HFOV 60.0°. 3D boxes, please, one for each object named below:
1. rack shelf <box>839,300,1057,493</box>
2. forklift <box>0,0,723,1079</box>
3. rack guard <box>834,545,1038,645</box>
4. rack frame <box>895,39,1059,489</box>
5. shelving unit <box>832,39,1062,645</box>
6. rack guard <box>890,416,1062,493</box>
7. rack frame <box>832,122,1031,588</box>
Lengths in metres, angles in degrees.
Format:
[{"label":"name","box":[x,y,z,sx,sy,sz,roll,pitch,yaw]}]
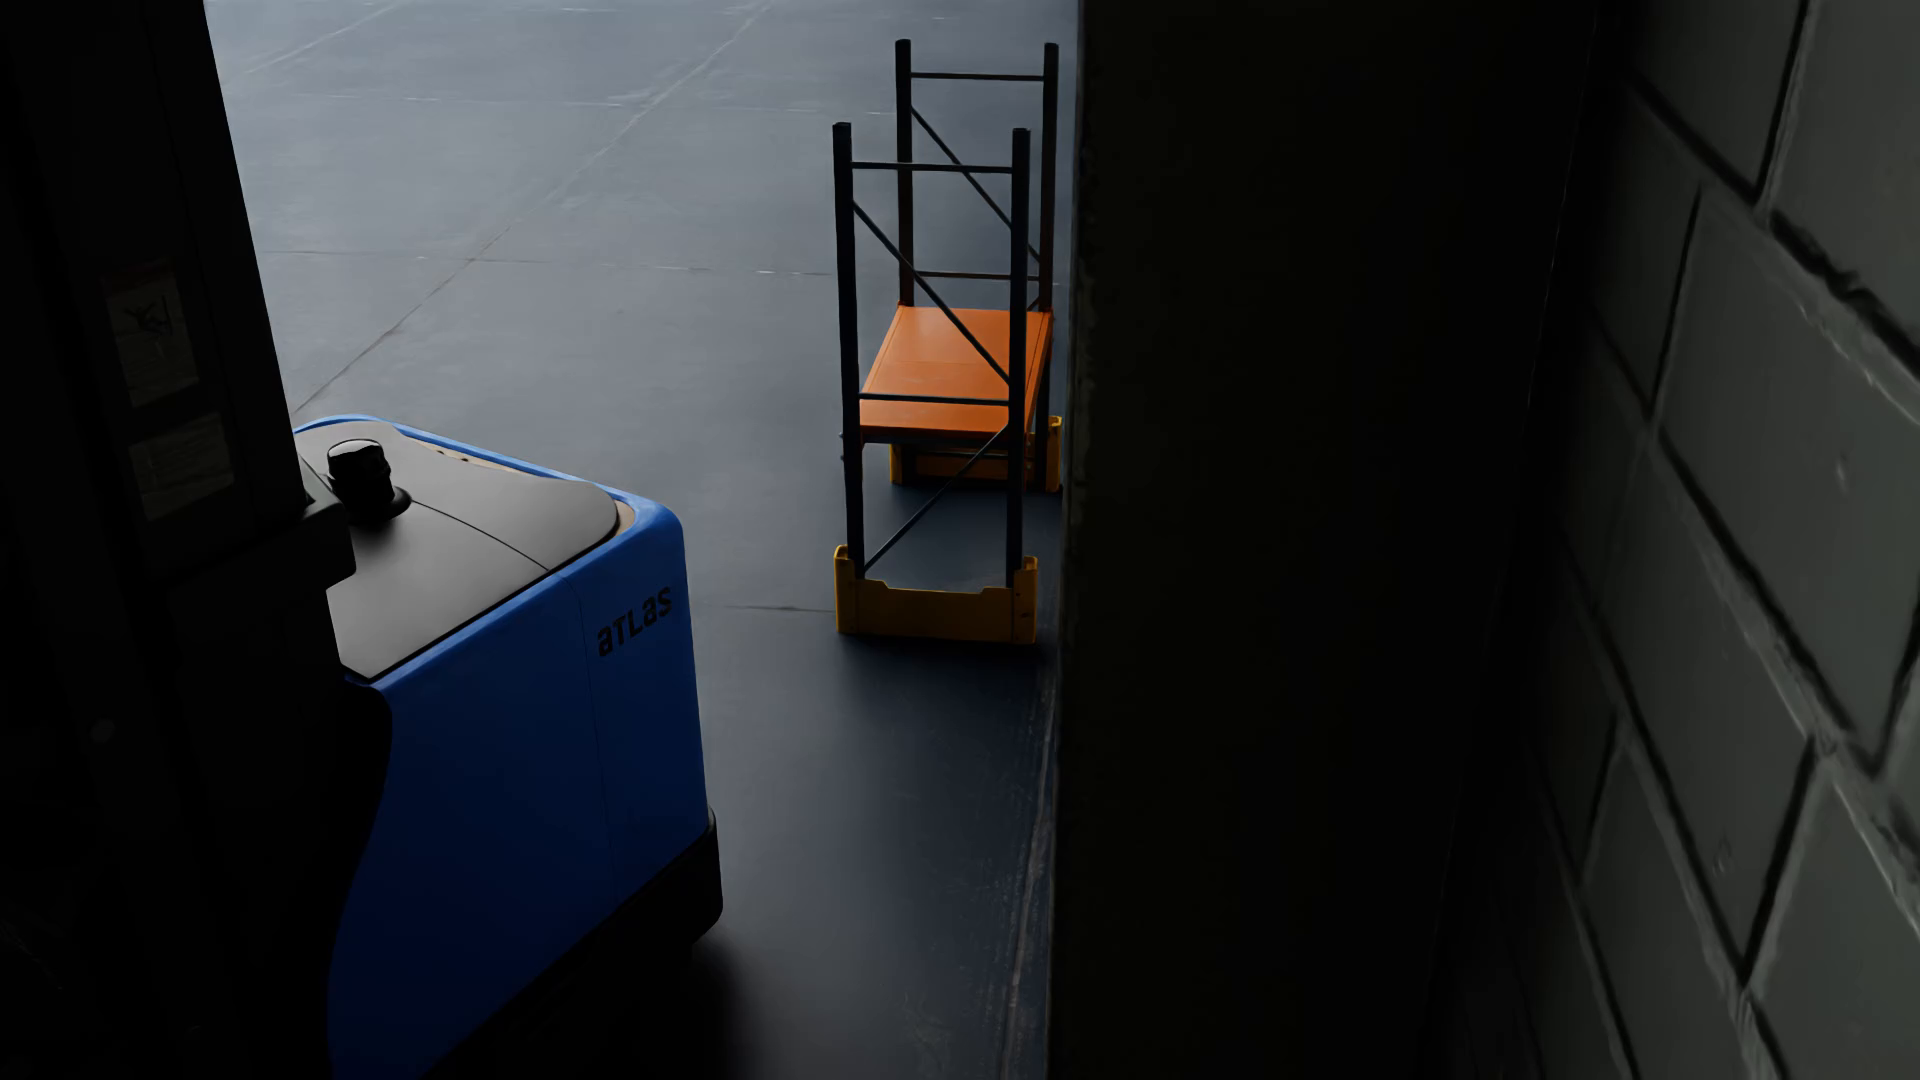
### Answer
[{"label":"rack shelf","box":[-0.010,-0.462,5.069,0.538,0.185,1.000,3,28,6]},{"label":"forklift","box":[-1.721,0.071,2.192,1.130,2.935,3.031,16,32,27]},{"label":"rack guard","box":[-0.070,0.160,4.853,0.587,0.250,0.087,3,28,6]},{"label":"rack frame","box":[0.052,-0.859,5.428,0.500,1.500,0.032,3,28,6]},{"label":"shelving unit","box":[-0.009,-0.624,4.992,0.587,1.500,1.083,3,28,6]},{"label":"rack guard","box":[0.052,-0.309,5.724,0.587,0.250,0.087,3,28,6]},{"label":"rack frame","box":[-0.073,-0.381,4.540,0.500,1.500,0.032,3,28,6]}]
